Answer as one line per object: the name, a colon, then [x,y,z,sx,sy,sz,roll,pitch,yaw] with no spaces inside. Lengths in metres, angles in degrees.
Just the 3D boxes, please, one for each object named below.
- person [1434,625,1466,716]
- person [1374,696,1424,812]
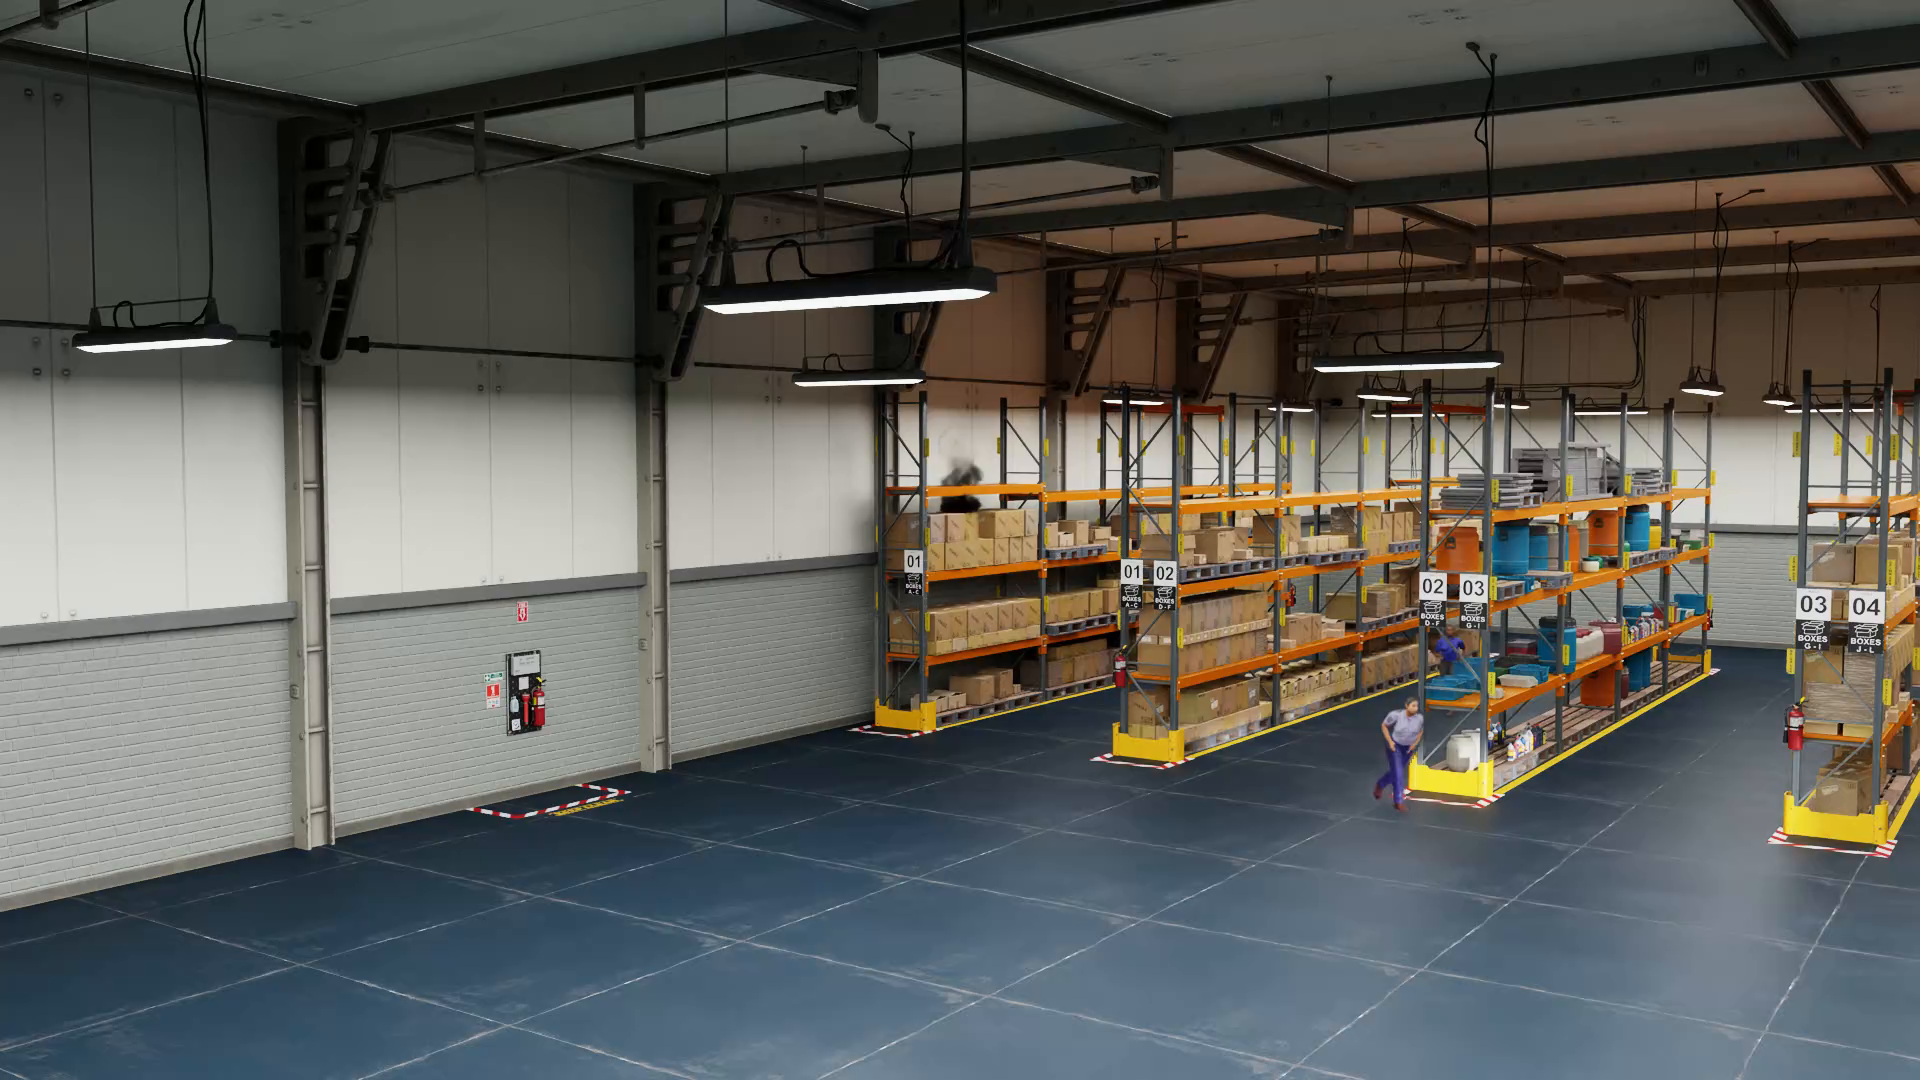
person: [9.228,2.420,31.357,0.579,1.657,0.923,1,3,22]
person: [6.129,2.941,23.262,0.581,1.604,0.891,-1,3,-14]
